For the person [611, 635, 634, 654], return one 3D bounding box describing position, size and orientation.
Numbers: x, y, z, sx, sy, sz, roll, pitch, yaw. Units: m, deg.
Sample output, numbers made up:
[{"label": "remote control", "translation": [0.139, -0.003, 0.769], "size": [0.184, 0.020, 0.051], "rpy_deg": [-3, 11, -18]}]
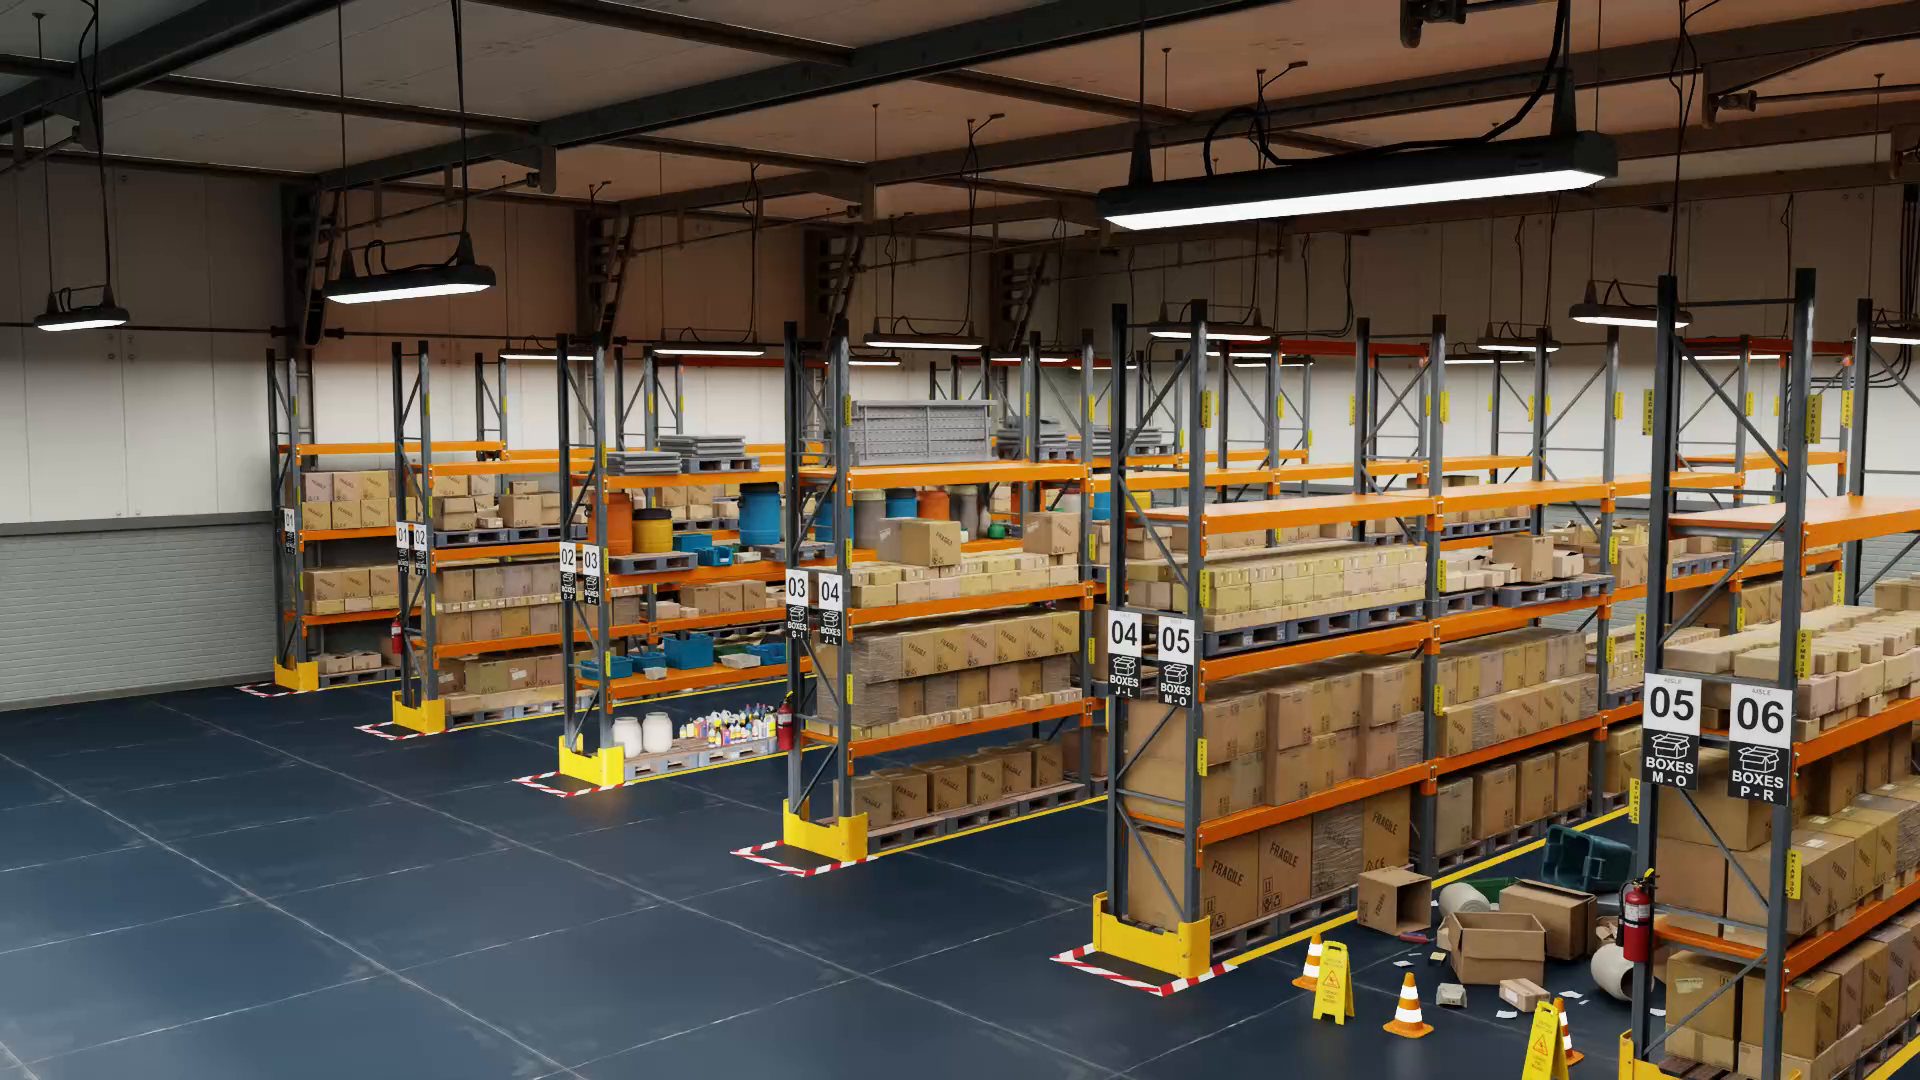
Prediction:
[{"label": "person", "translation": [-6.519, 1.581, 31.690], "size": [0.708, 1.825, 0.503], "rpy_deg": [-2, 5, -25]}]
